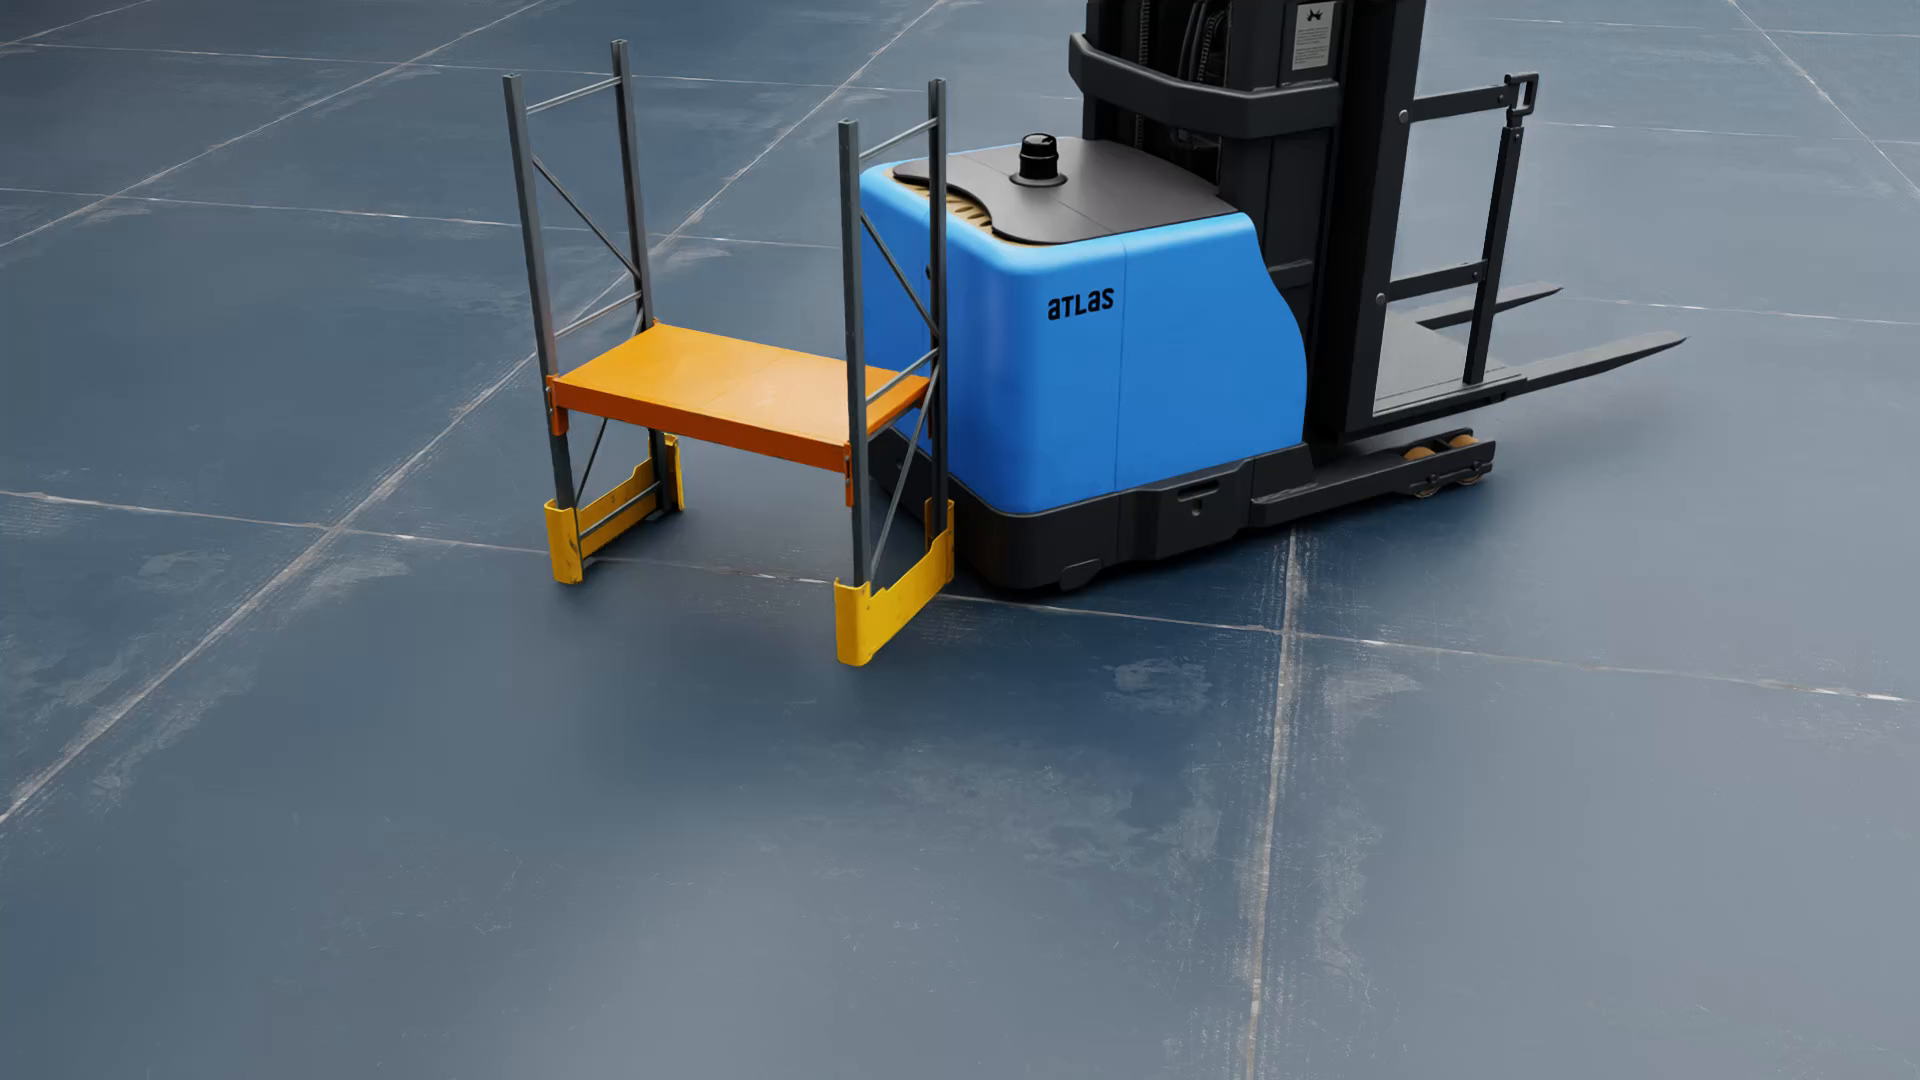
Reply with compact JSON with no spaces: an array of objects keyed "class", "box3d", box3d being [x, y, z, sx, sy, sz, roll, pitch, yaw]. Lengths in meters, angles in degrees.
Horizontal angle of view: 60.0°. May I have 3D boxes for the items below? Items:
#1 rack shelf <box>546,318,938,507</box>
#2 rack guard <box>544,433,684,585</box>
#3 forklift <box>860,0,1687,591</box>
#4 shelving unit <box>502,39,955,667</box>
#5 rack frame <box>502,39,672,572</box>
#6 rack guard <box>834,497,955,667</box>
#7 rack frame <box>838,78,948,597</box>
[{"class":"rack shelf","box3d":[-0.615,-0.386,4.767,1.000,0.185,0.538,14,32,24]},{"class":"rack guard","box3d":[-1.066,-0.106,5.183,0.087,0.250,0.587,14,32,24]},{"class":"forklift","box3d":[1.208,-1.631,5.178,3.031,2.935,1.130,-15,32,-25]},{"class":"shelving unit","box3d":[-0.623,-0.545,4.685,1.083,1.500,0.587,14,32,24]},{"class":"rack frame","box3d":[-1.067,-0.655,4.884,0.032,1.500,0.500,14,32,24]},{"class":"rack guard","box3d":[-0.179,0.111,4.786,0.087,0.250,0.587,14,32,24]},{"class":"rack frame","box3d":[-0.162,-0.432,4.478,0.032,1.500,0.500,14,32,24]}]
